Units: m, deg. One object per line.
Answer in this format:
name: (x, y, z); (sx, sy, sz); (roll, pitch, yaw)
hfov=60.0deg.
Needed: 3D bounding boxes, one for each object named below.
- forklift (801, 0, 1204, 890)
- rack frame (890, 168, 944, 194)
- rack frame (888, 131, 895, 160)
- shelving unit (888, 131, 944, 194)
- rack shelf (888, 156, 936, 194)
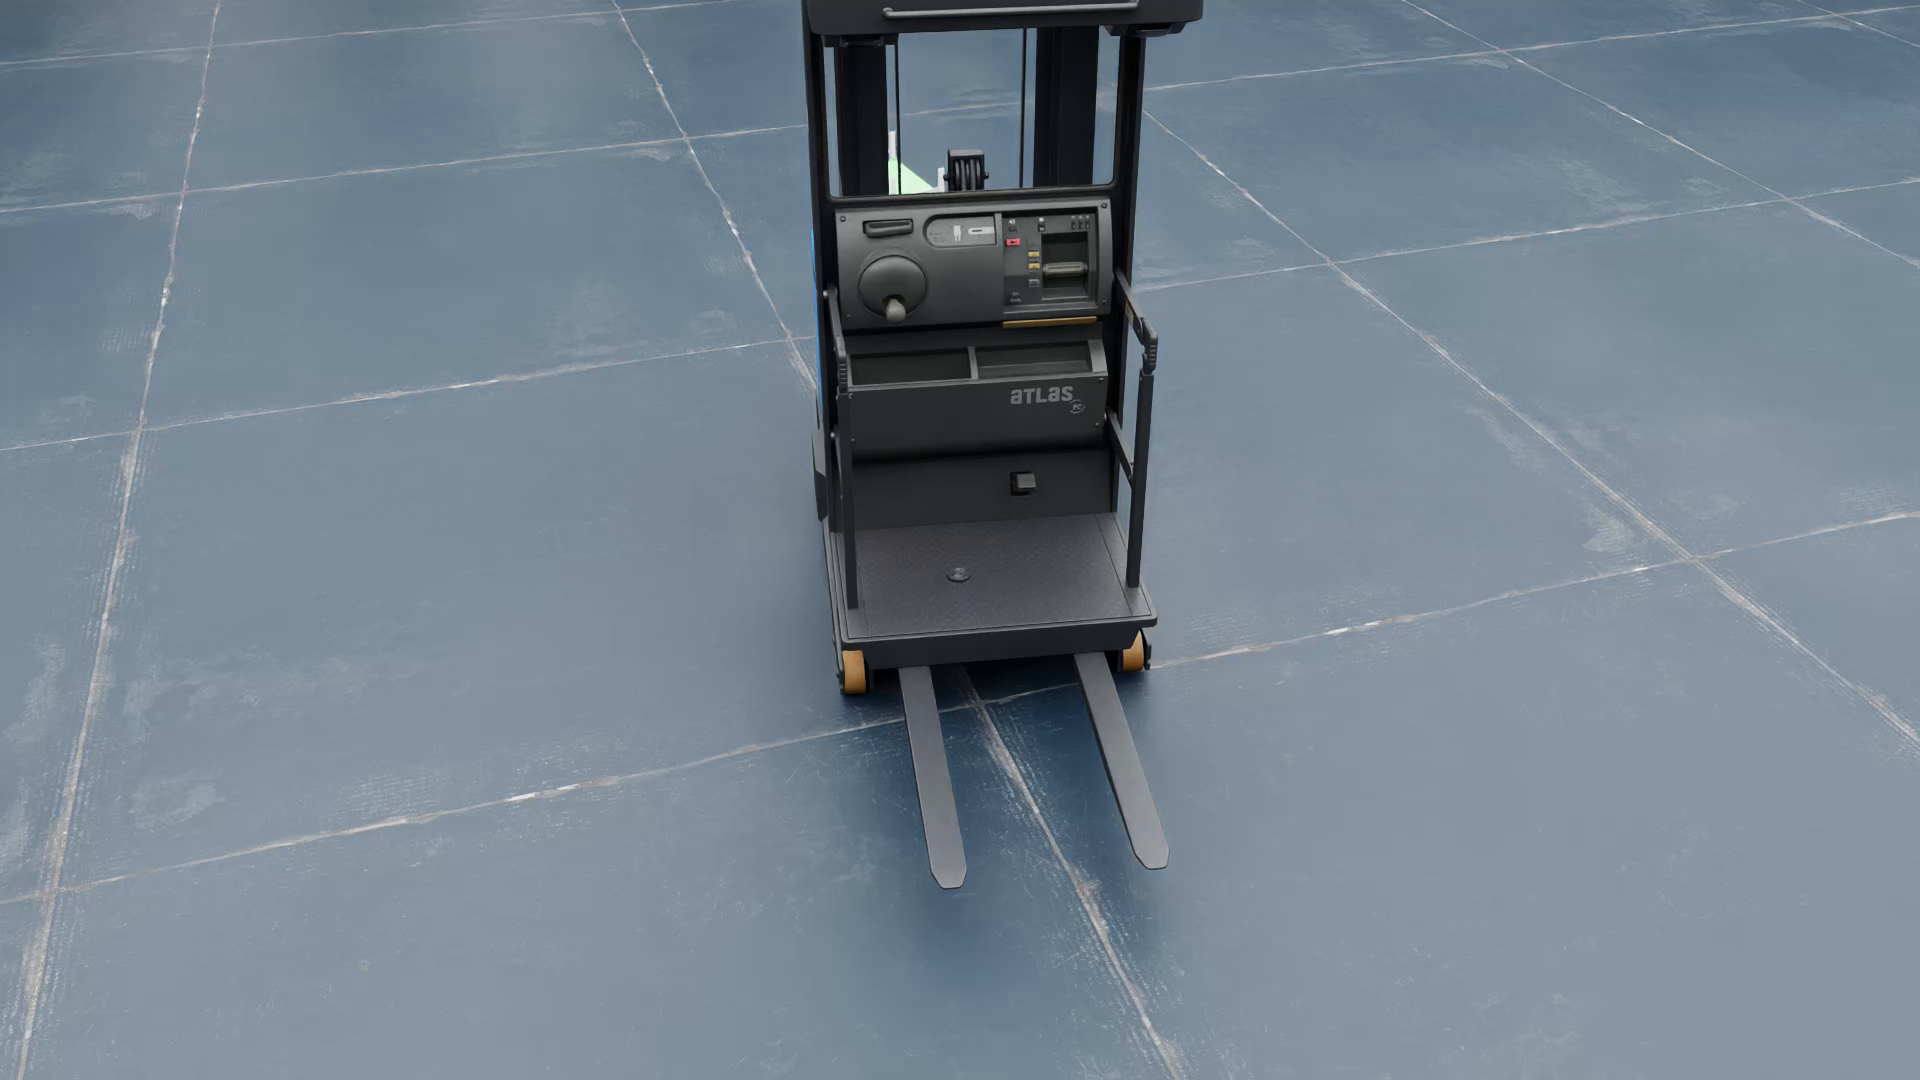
forklift: (0.082, -0.878, 5.421); (1.130, 2.935, 3.031); (-4, 34, -6)
rack frame: (-0.178, -1.015, 7.198); (0.240, 1.200, 0.015); (-15, 36, -22)
rack frame: (-0.396, -1.256, 7.562); (0.240, 1.200, 0.015); (-15, 36, -22)
shelving unit: (-0.287, -1.136, 7.380); (0.258, 1.200, 0.503); (-15, 36, -22)
rack shelf: (-0.287, -1.483, 7.151); (0.258, 0.148, 0.480); (-15, 36, -22)
